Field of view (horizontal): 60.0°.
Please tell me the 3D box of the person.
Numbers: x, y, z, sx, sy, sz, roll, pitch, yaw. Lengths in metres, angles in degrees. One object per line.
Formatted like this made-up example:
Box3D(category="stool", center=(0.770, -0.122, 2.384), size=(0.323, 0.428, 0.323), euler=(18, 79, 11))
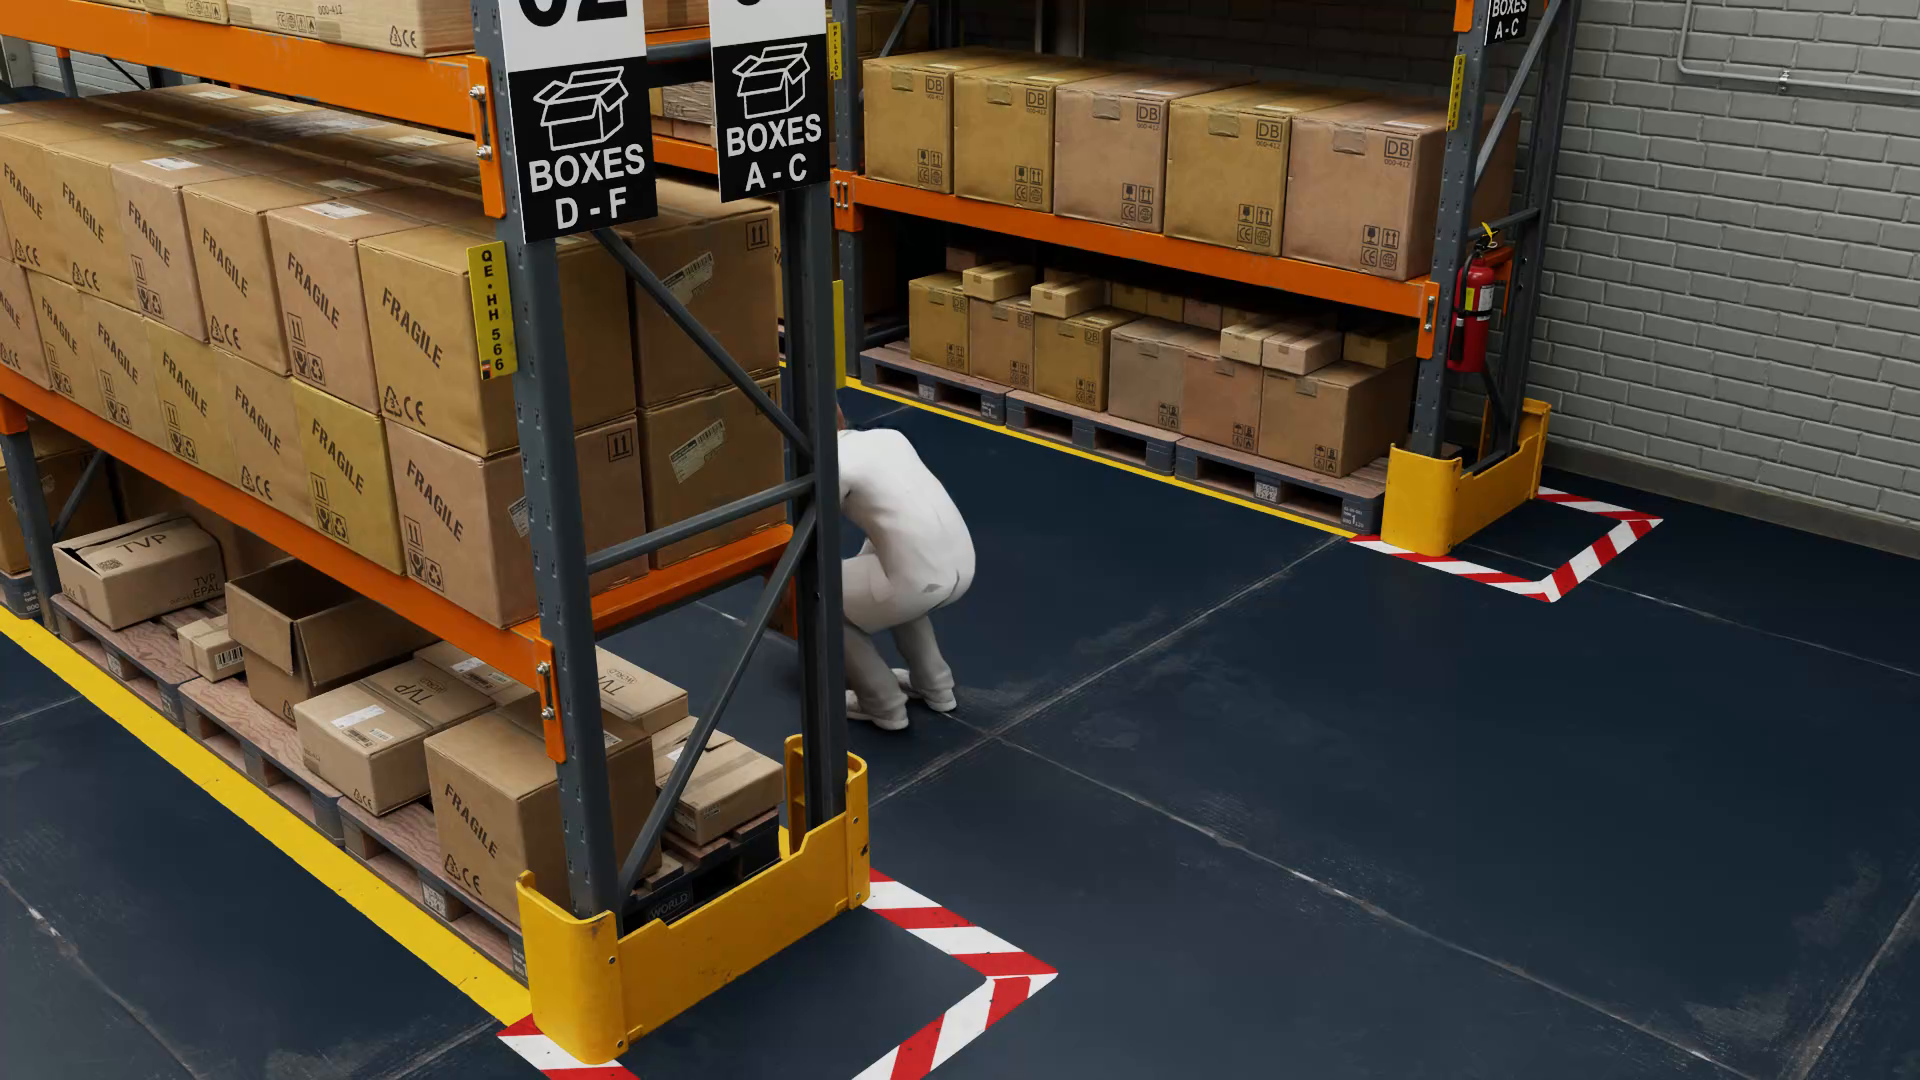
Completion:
Box3D(category="person", center=(-0.316, 0.104, 6.527), size=(0.786, 1.263, 0.633), euler=(20, 30, 38))
